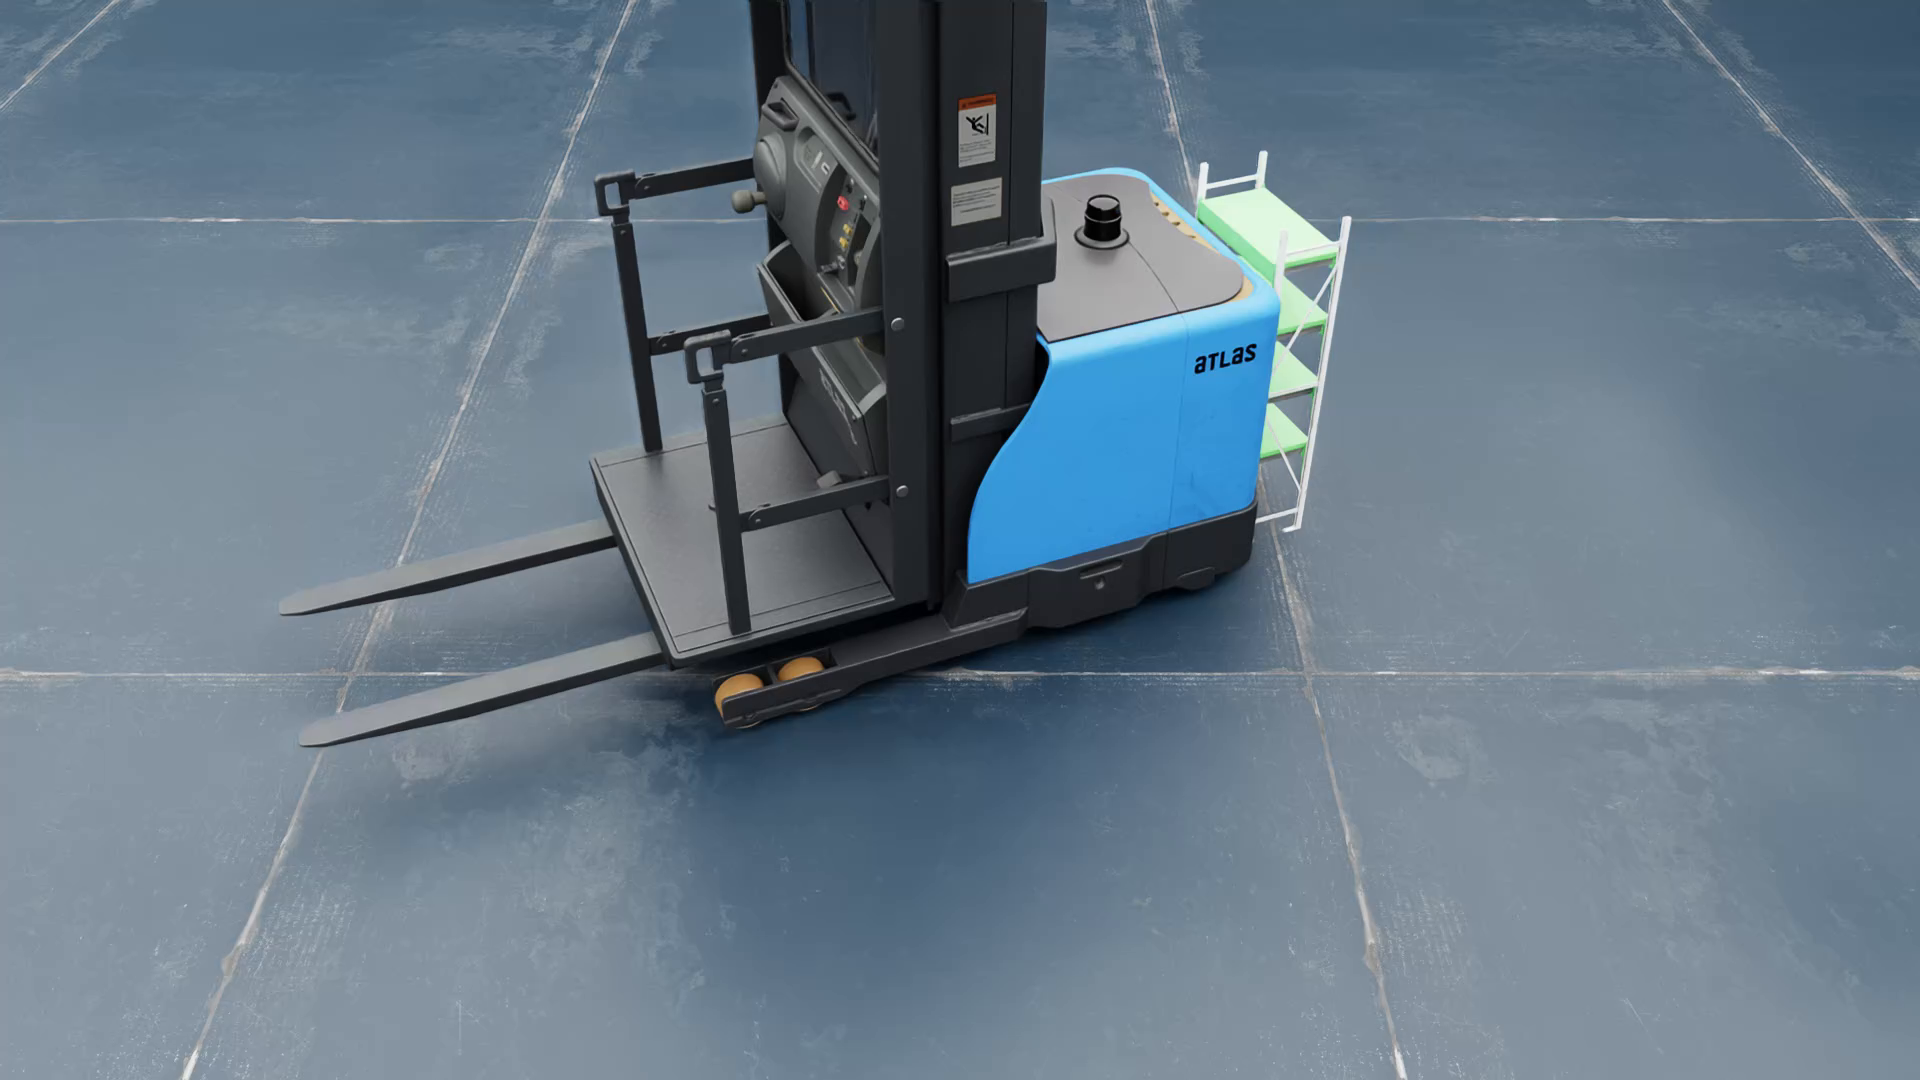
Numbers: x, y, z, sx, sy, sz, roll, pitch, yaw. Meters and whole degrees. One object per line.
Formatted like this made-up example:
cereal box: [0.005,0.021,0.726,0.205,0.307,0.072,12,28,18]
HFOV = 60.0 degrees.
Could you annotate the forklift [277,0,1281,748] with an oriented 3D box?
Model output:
forklift: [-0.589,-0.950,4.591,3.031,2.935,1.130,-15,41,-18]

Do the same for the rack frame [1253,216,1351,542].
rack frame: [1.075,-0.484,5.394,0.240,1.200,0.015,-15,41,-18]

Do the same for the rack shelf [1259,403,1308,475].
rack shelf: [0.980,-0.387,5.759,0.258,0.148,0.480,-15,41,-18]

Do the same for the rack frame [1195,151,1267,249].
rack frame: [0.885,-0.765,5.745,0.240,1.200,0.015,-15,41,-18]

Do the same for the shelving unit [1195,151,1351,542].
shelving unit: [0.980,-0.624,5.569,0.258,1.200,0.503,-15,41,-18]

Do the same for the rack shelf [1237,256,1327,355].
rack shelf: [0.980,-0.762,5.459,0.258,0.148,0.480,-15,41,-18]

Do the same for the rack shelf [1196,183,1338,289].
rack shelf: [0.981,-0.949,5.309,0.258,0.148,0.480,-15,41,-18]

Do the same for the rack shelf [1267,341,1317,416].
rack shelf: [0.980,-0.574,5.609,0.258,0.148,0.480,-15,41,-18]
